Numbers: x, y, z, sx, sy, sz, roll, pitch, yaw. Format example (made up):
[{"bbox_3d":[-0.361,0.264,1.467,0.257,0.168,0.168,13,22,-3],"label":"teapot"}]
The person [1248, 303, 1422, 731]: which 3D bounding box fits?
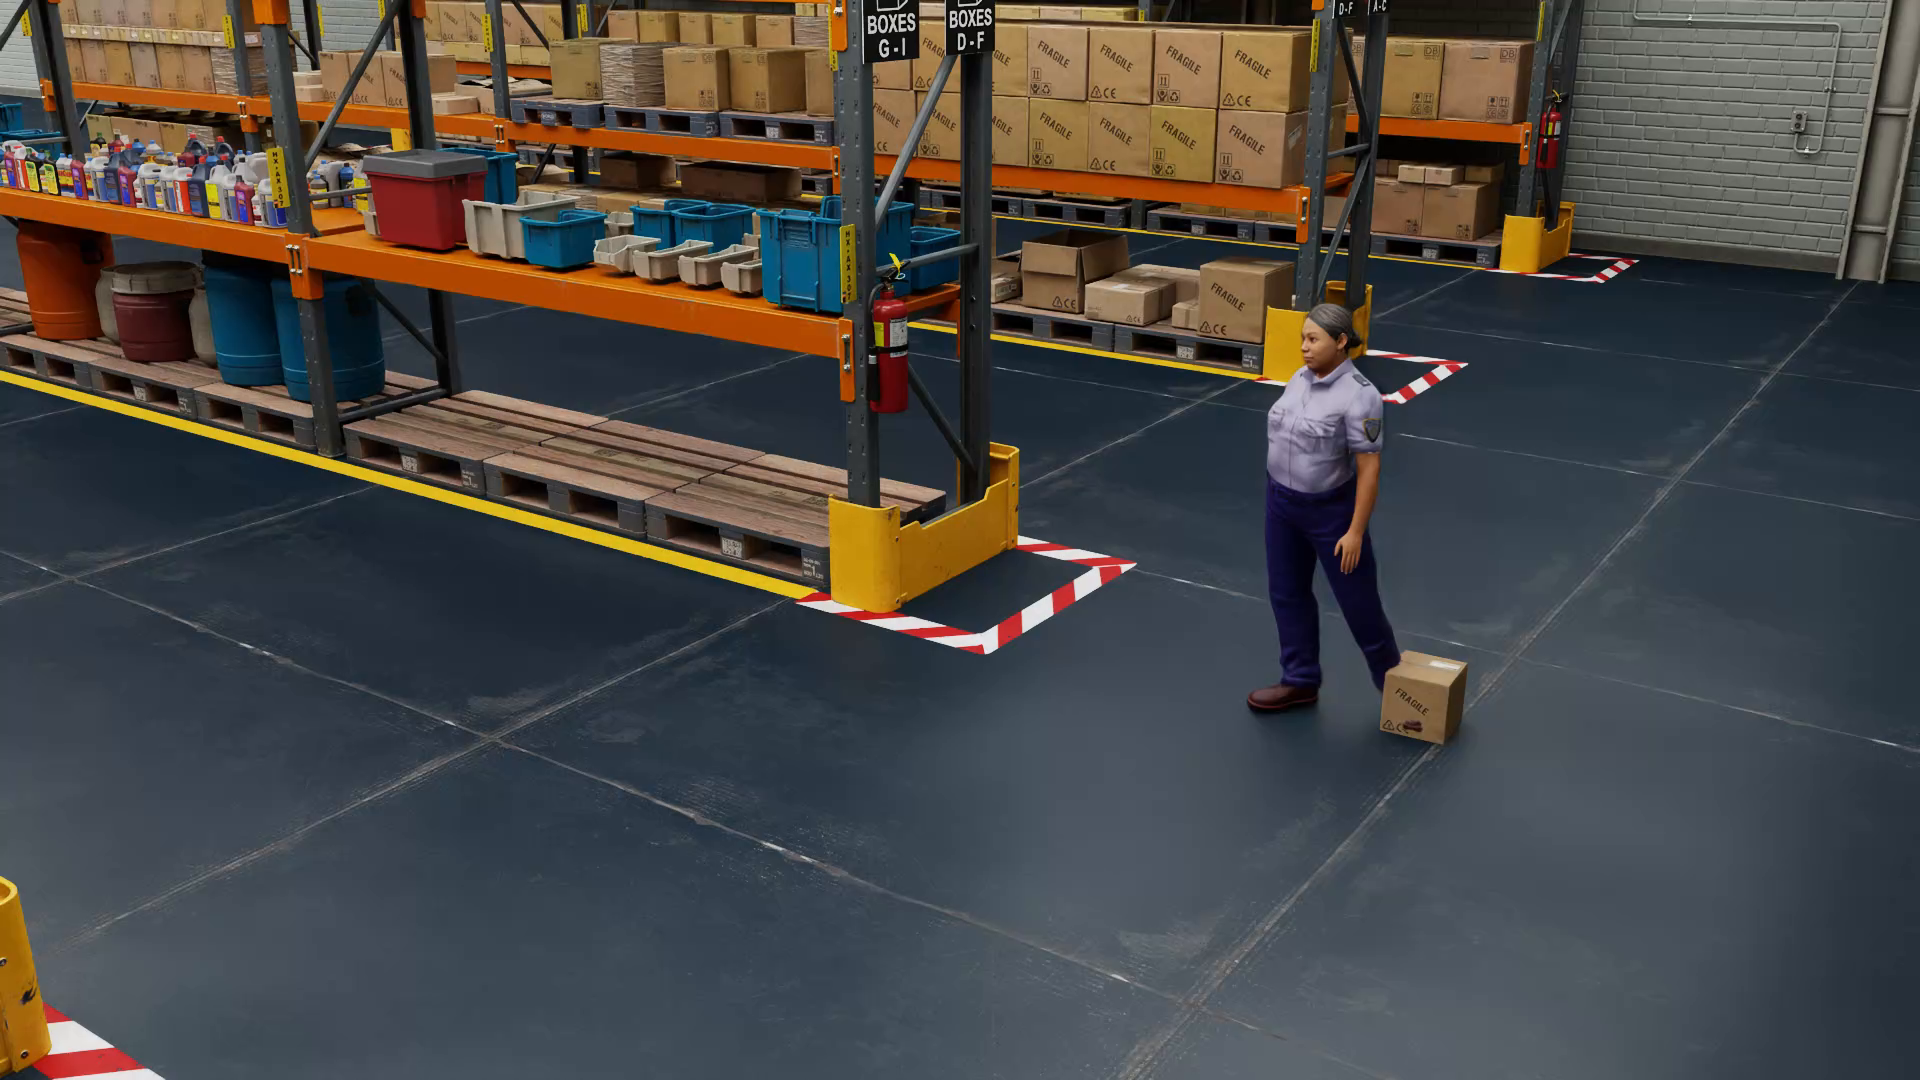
[{"bbox_3d":[1.483,-0.079,6.314,0.513,1.635,0.692,-13,23,-31],"label":"person"}]
